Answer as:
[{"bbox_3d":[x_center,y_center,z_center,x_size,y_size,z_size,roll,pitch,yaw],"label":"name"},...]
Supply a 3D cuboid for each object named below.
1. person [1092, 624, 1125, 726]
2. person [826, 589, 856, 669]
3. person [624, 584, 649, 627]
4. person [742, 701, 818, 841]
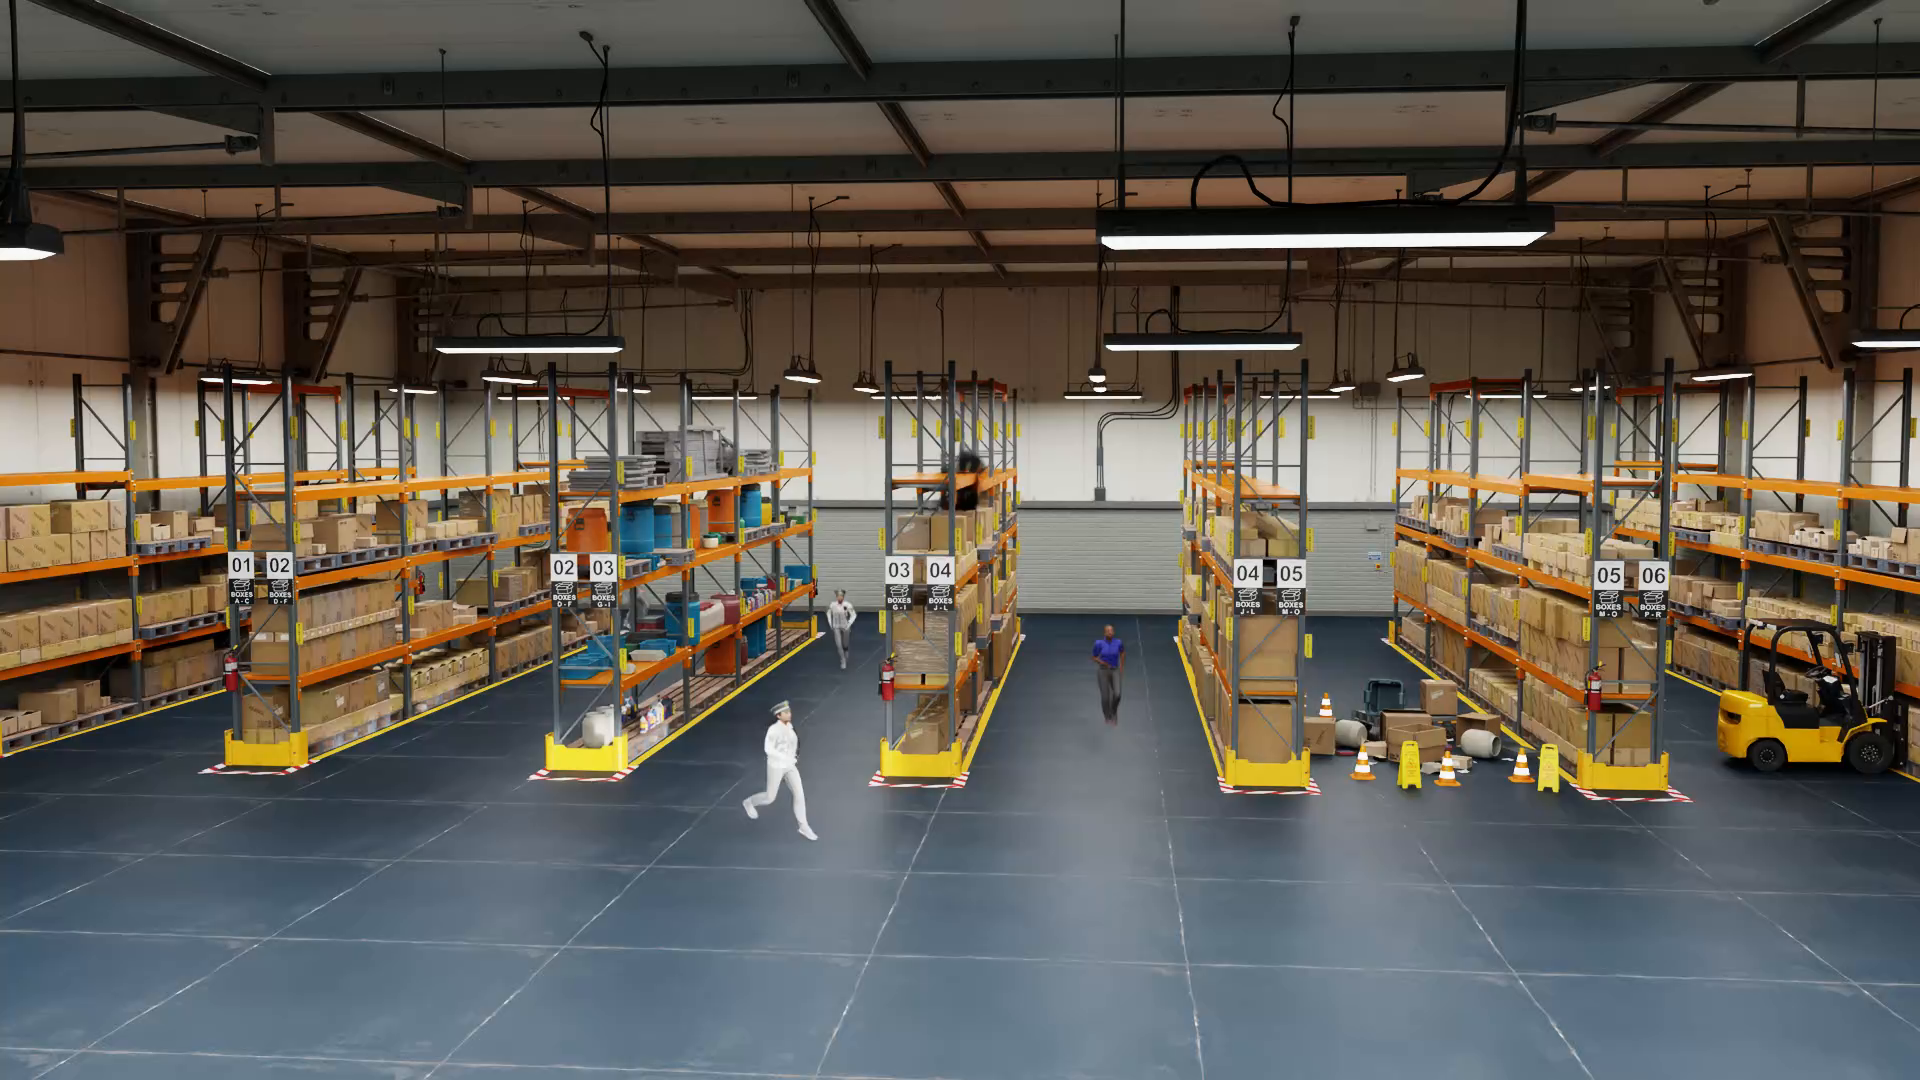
[{"bbox_3d":[2.391,2.167,26.601,0.573,1.645,0.629,0,4,-4],"label":"person"},{"bbox_3d":[-2.521,1.865,35.300,0.643,1.676,0.748,0,4,3],"label":"person"},{"bbox_3d":[-8.179,1.458,41.904,0.659,1.621,0.546,1,4,15],"label":"person"},{"bbox_3d":[-2.236,2.822,20.544,1.092,1.701,0.584,3,5,35],"label":"person"}]
